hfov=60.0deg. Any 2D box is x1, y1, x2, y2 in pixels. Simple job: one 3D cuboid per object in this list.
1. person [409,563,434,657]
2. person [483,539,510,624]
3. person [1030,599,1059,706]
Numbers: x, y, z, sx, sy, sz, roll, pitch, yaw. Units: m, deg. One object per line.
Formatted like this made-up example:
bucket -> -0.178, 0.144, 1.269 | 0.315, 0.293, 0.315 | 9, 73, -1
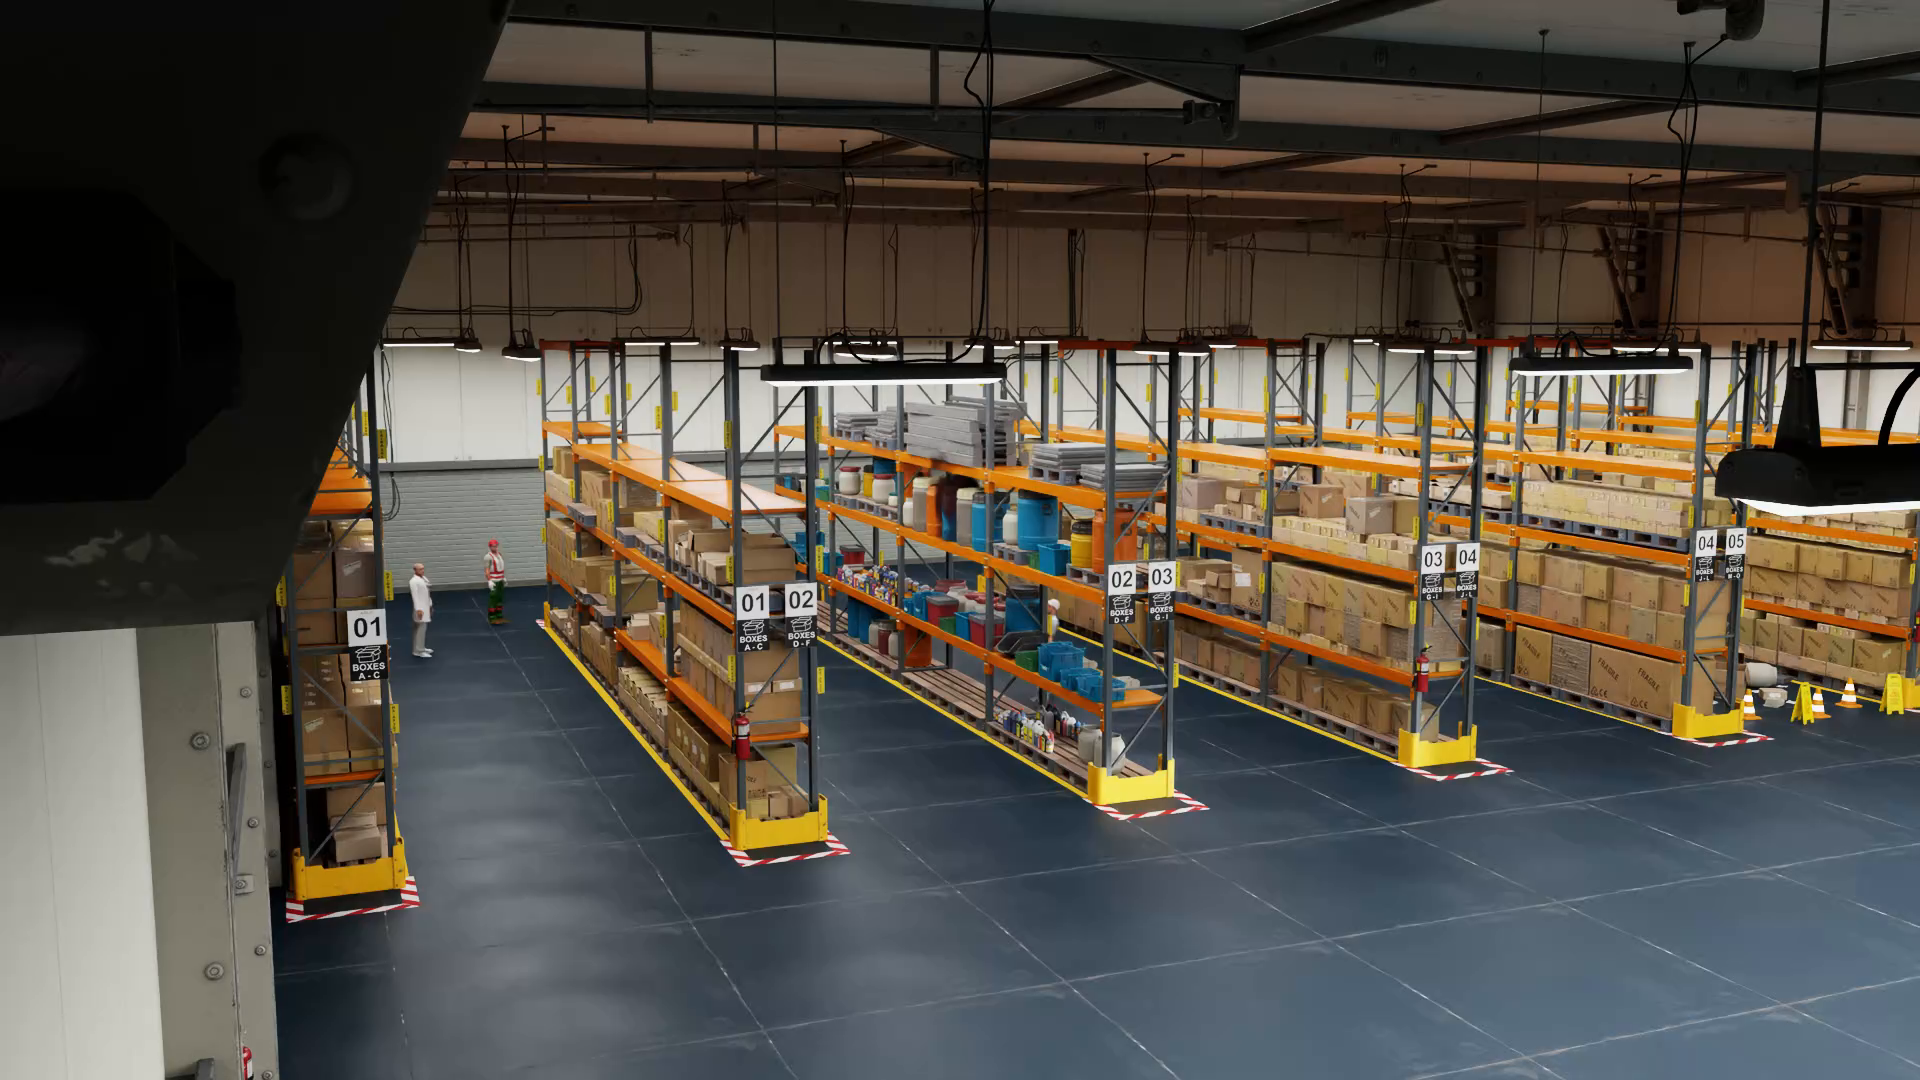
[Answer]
person -> -10.291, 1.444, 31.805 | 0.424, 1.614, 0.601 | -2, 8, -14
person -> -9.801, 0.880, 35.141 | 0.406, 1.809, 0.586 | 1, 8, 8
person -> 1.404, 1.865, 27.551 | 0.485, 1.770, 0.592 | 0, 7, 1
